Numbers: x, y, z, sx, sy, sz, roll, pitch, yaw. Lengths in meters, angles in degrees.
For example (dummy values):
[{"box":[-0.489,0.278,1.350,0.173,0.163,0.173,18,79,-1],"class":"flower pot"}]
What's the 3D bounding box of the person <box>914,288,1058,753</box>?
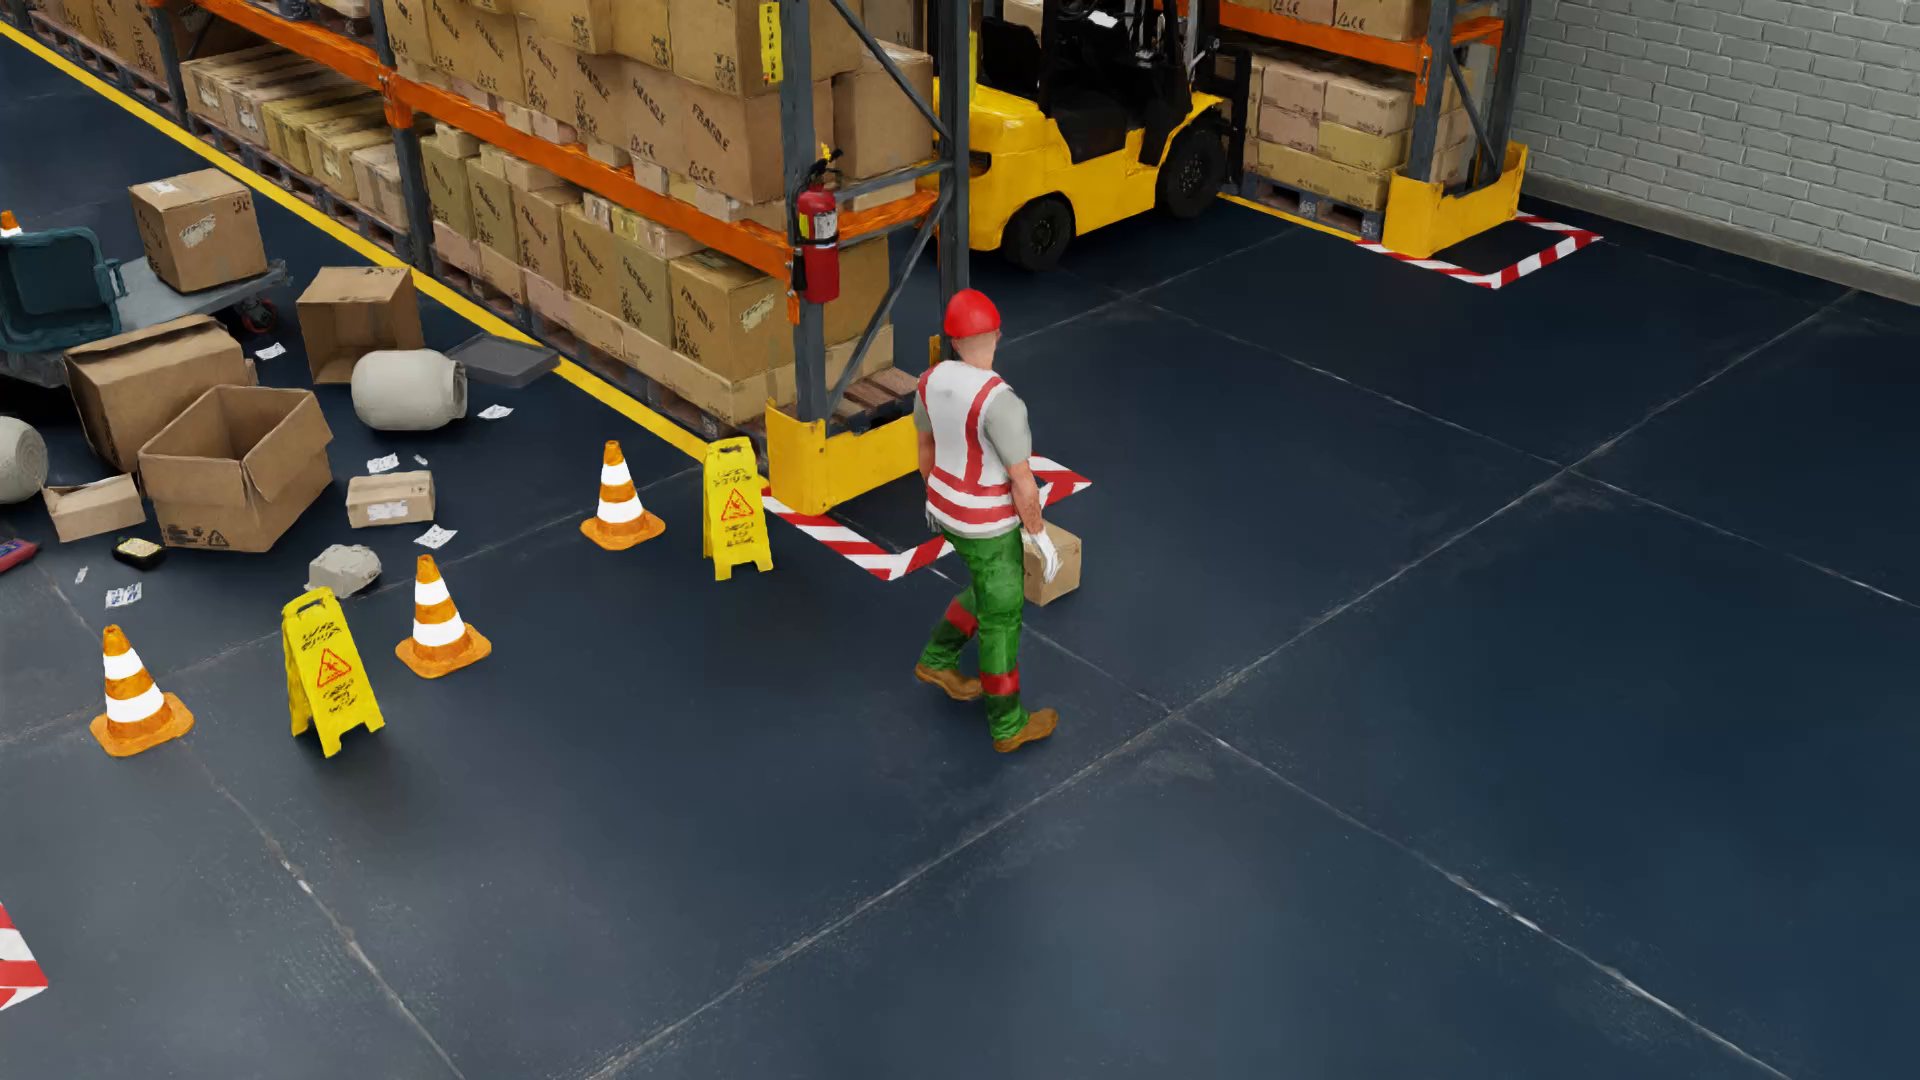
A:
[{"box":[0.098,-0.074,6.240,0.420,1.762,0.645,-17,35,-25],"class":"person"}]
